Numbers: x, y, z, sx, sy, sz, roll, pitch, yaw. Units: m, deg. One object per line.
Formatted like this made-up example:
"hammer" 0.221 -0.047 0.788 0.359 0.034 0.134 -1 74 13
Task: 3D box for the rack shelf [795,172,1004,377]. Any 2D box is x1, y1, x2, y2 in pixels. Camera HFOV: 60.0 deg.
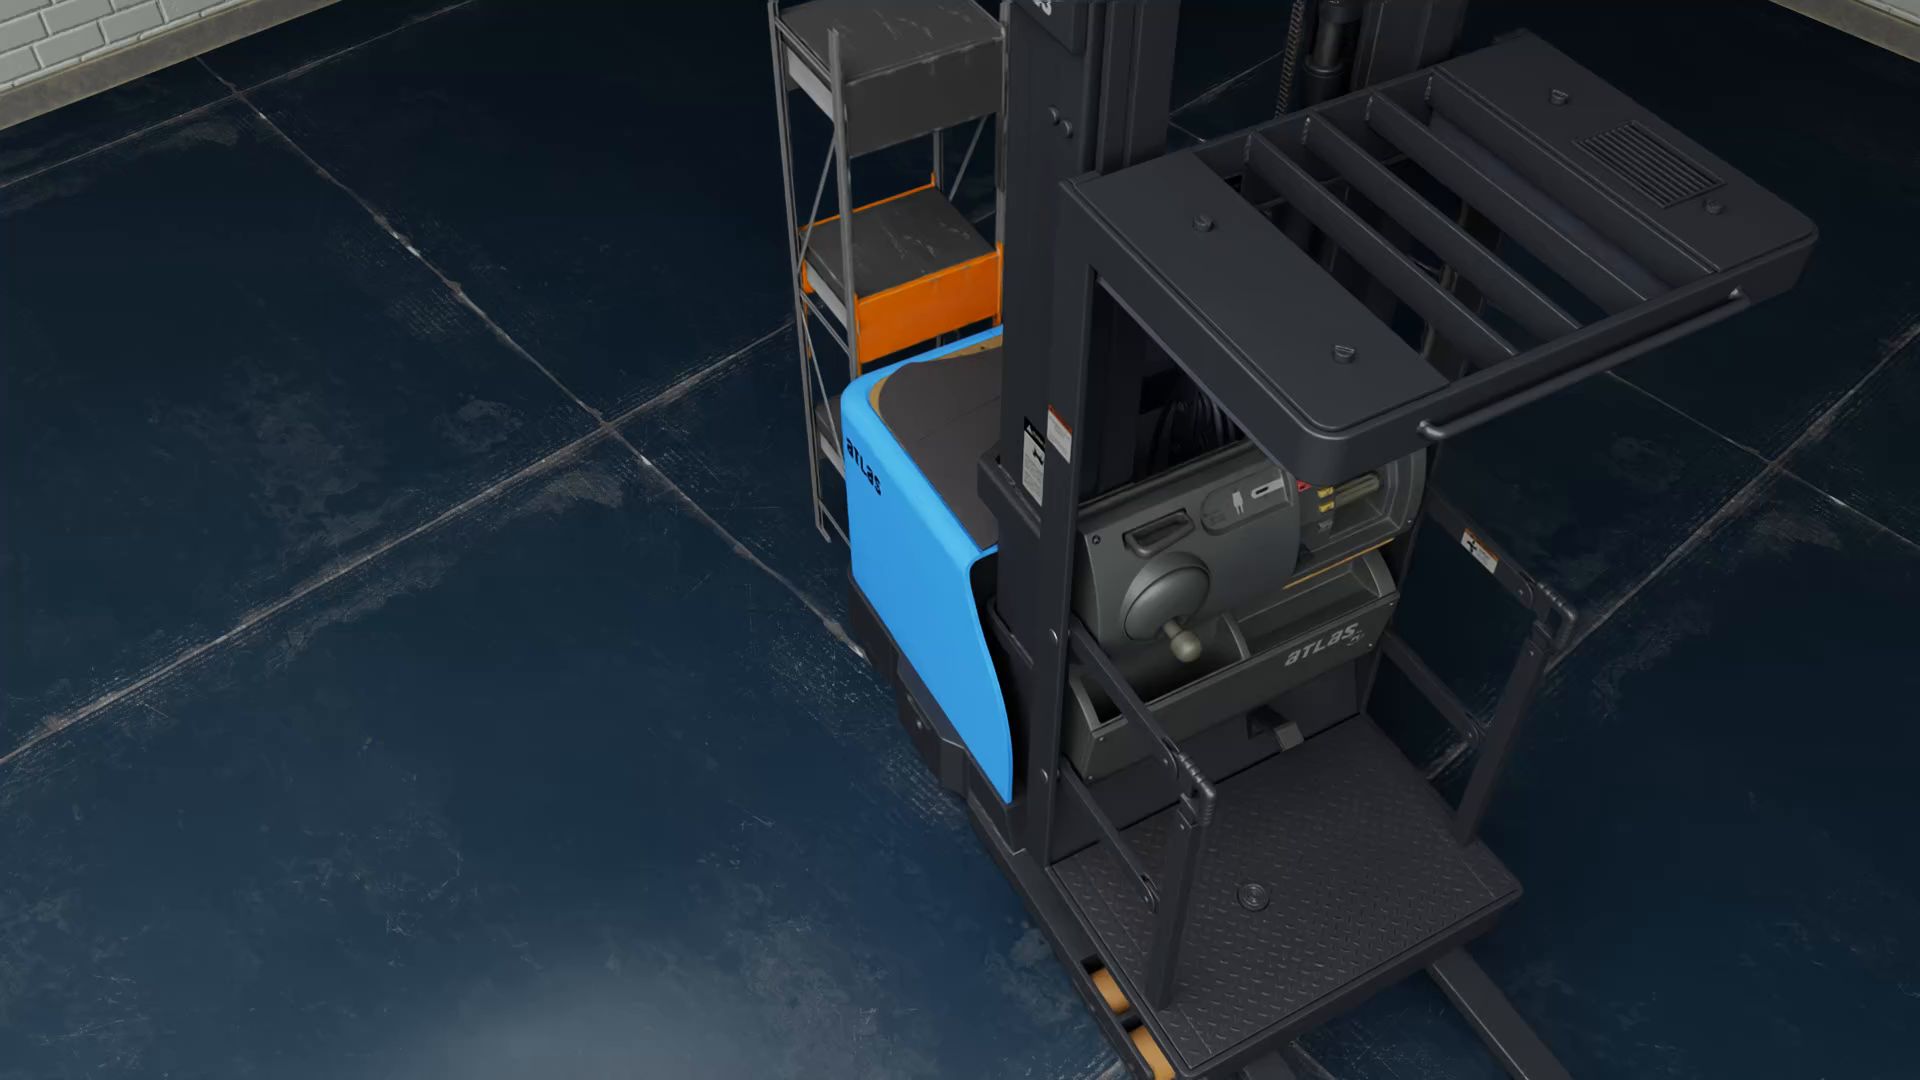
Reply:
"rack shelf" -0.186 -0.717 5.002 0.480 0.518 0.431 -23 51 -20

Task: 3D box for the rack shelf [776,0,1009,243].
"rack shelf" -0.186 -1.192 4.487 0.480 0.518 0.431 -23 51 -20

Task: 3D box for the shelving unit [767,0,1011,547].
"shelving unit" -0.186 -0.727 4.992 0.503 2.100 0.431 -23 51 -20

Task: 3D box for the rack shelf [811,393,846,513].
"rack shelf" -0.186 -0.243 5.516 0.480 0.518 0.431 -23 51 -20

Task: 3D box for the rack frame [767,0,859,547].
"rack frame" -0.397 -0.637 4.910 0.015 2.100 0.400 -23 51 -20

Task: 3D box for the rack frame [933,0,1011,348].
"rack frame" 0.026 -0.816 5.074 0.015 2.100 0.400 -23 51 -20

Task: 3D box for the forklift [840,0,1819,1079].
"forklift" 0.797 0.065 3.695 1.130 2.935 3.031 -22 51 -19
